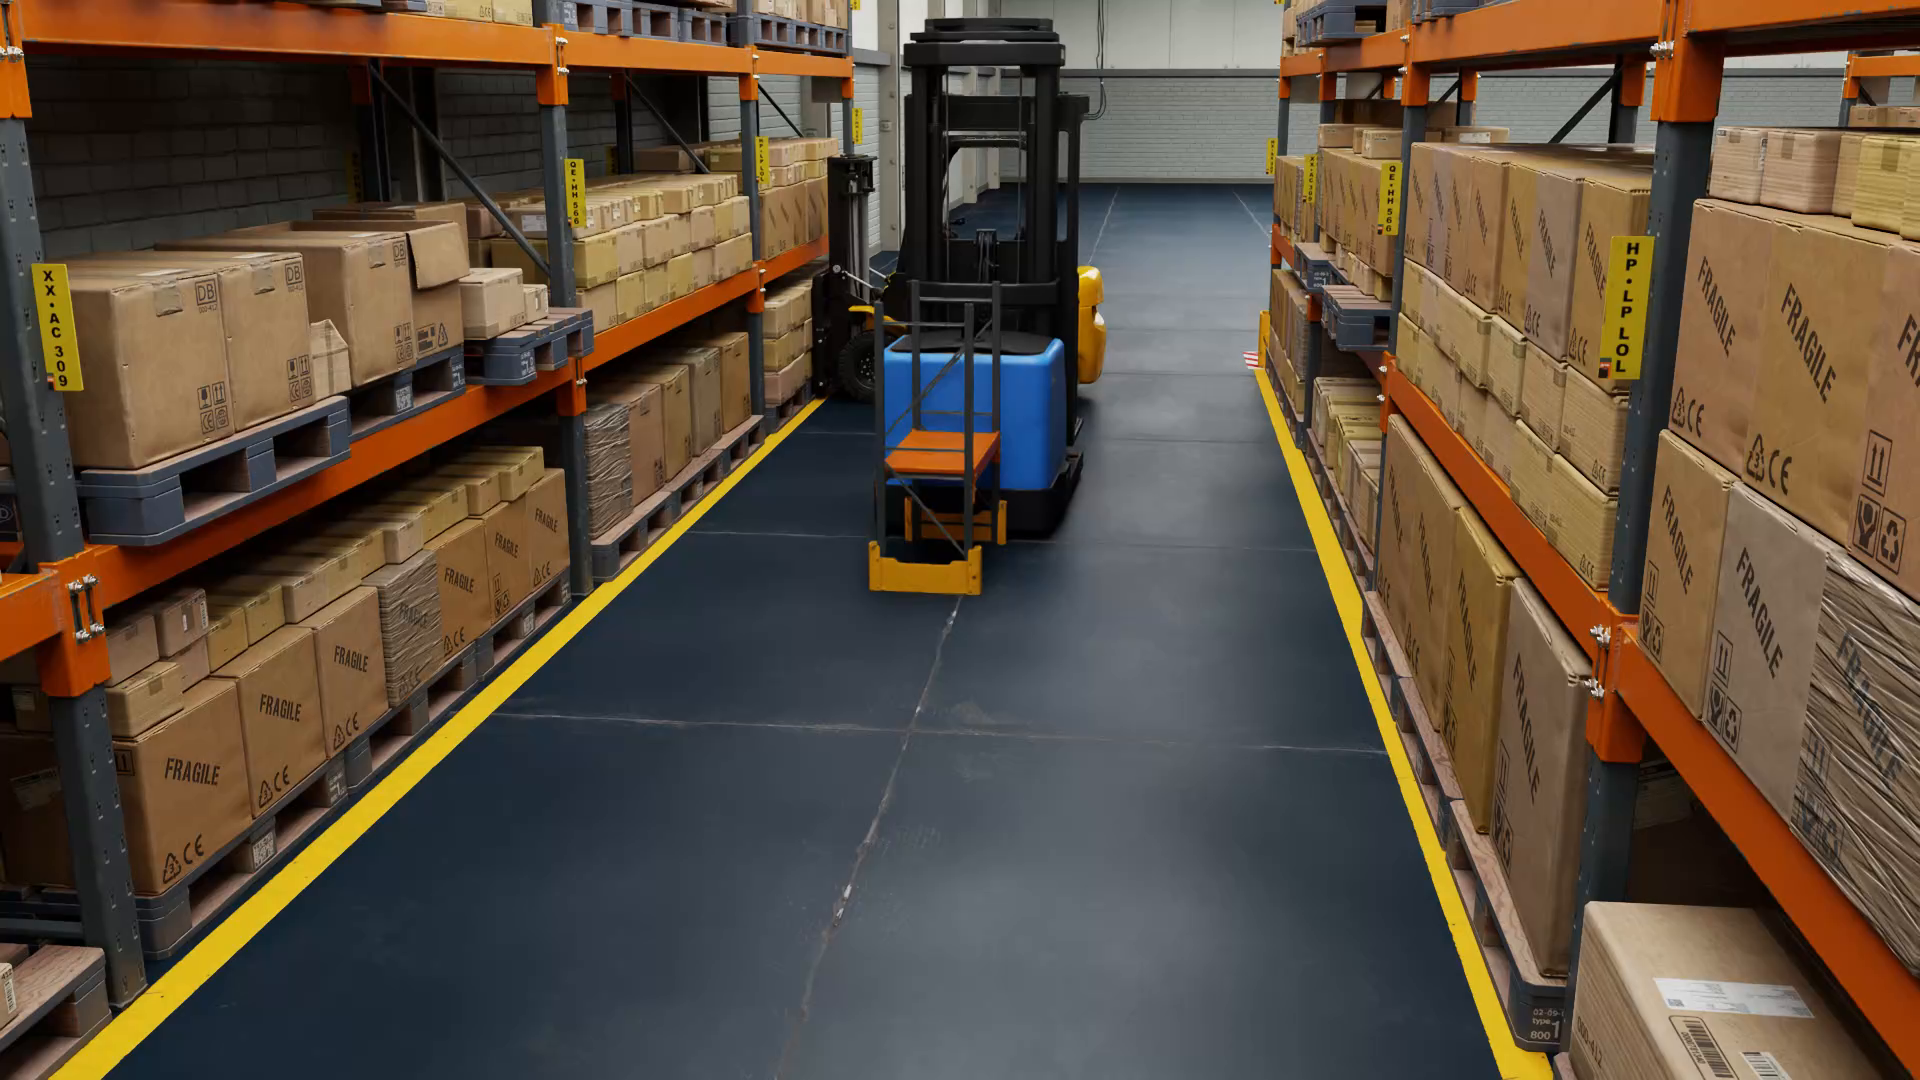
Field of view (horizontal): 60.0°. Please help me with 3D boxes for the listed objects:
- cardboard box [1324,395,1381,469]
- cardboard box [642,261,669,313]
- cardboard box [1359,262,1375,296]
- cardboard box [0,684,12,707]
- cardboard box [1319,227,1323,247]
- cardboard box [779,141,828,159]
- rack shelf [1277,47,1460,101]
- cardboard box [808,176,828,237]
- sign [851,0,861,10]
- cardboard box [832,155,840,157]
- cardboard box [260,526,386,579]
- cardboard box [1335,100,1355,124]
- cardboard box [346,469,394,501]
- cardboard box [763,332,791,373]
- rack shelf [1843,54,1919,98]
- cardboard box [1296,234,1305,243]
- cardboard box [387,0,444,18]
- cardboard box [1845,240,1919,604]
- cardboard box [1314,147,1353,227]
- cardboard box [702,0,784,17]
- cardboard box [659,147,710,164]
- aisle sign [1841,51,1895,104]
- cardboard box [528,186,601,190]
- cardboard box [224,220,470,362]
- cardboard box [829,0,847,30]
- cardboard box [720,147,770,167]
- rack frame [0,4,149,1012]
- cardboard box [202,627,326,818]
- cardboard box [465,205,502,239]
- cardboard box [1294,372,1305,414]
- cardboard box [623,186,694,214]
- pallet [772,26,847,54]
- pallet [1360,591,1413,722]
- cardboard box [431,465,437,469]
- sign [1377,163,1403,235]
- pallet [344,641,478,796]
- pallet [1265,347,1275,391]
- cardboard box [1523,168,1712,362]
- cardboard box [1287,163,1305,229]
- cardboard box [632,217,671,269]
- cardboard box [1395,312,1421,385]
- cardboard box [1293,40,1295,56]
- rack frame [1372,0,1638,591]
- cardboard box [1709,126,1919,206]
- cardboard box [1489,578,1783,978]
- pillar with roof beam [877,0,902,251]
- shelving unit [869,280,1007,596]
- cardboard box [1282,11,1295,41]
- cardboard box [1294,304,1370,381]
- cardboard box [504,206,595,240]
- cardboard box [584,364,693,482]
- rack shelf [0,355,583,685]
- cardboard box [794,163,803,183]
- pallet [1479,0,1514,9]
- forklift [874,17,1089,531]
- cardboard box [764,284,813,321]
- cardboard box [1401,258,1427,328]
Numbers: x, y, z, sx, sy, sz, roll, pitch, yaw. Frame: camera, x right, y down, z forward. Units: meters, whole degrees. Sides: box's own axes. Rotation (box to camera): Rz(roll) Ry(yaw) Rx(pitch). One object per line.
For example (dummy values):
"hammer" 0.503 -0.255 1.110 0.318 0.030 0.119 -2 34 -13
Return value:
"cardboard box" 2.838 -0.683 10.670 0.950 0.372 0.625 3 15 10
"cardboard box" -2.006 -1.478 9.670 0.500 0.250 0.500 1 15 4
"cardboard box" 2.266 -1.345 8.568 0.380 0.149 0.250 2 15 6
"cardboard box" -3.108 0.445 5.010 0.380 0.149 0.250 1 15 4
"cardboard box" 2.596 -2.018 11.057 0.380 0.149 0.250 2 15 7
"cardboard box" -1.361 -3.393 14.459 0.380 0.149 0.250 2 15 8
"rack shelf" 3.198 -3.691 13.195 1.077 0.370 4.000 2 15 6
"cardboard box" -1.429 -2.899 14.447 0.500 0.500 0.500 1 15 5
"sign" -0.971 -5.071 15.379 0.100 0.325 0.005 2 15 6
"cardboard box" -1.269 -3.450 15.239 0.380 0.149 0.250 2 15 7
"cardboard box" -2.472 0.053 6.462 0.380 0.149 0.250 2 15 6
"cardboard box" 3.369 -3.252 13.267 0.700 0.500 0.500 2 15 6
"cardboard box" -2.785 -0.227 7.497 0.380 0.149 0.250 2 15 7
"cardboard box" -1.599 -1.449 12.781 0.500 0.250 0.500 2 15 6
"rack shelf" 8.127 -3.571 12.753 1.077 0.370 4.000 2 15 6
"cardboard box" 2.817 -2.306 12.924 0.380 0.149 0.250 1 15 5
"cardboard box" -2.341 -2.154 6.422 0.500 0.250 0.500 2 15 6
"cardboard box" 1.643 -0.147 2.354 0.500 0.500 0.500 2 15 7
"cardboard box" 2.634 -2.353 11.050 0.500 0.500 0.500 2 15 8
"cardboard box" -1.624 -4.081 12.435 0.500 0.311 0.500 2 15 7
"cardboard box" -2.139 -2.946 12.806 0.380 0.149 0.250 2 15 6
"aisle sign" 8.063 -4.271 14.731 0.394 0.787 0.004 2 15 6
"cardboard box" -2.432 -2.099 10.243 0.380 0.149 0.250 2 15 7
"cardboard box" -2.412 -1.003 6.621 0.797 0.503 0.637 1 15 5
"cardboard box" -1.317 -4.879 15.025 0.500 0.500 0.500 2 15 8
"cardboard box" -1.670 -2.932 12.755 0.380 0.149 0.250 1 15 5
"rack frame" -2.863 -0.141 4.439 1.000 3.000 0.127 2 15 6
"cardboard box" -2.535 0.605 5.661 0.500 0.500 0.500 1 15 6
"cardboard box" -2.576 -1.631 8.512 0.380 0.149 0.250 2 15 8
"cardboard box" 2.772 -1.108 12.475 0.500 0.250 0.500 2 15 9
"cardboard box" -1.846 -2.079 10.171 0.380 0.149 0.250 1 15 5
"pallet" -1.615 -4.476 14.893 1.003 0.211 1.213 2 15 6
"pallet" 2.357 0.515 7.354 1.003 0.211 1.213 2 15 6
"cardboard box" -2.738 -0.074 8.173 0.500 0.500 0.500 2 15 8
"sign" 1.980 -1.568 7.647 0.100 0.325 0.005 2 15 6
"pallet" -2.674 0.675 6.760 1.003 0.211 1.213 2 15 6
"pallet" 3.288 -1.533 14.927 1.003 0.211 1.213 2 15 6
"cardboard box" 1.921 -0.785 4.711 0.500 0.500 0.500 2 15 7
"cardboard box" 2.933 -2.787 13.461 0.500 0.500 0.500 1 15 5
"cardboard box" -1.984 -1.721 9.609 0.500 0.250 0.500 1 15 5
"cardboard box" 2.215 -0.842 7.316 0.500 0.250 0.500 1 15 5
"cardboard box" 3.059 -4.220 14.258 0.380 0.149 0.250 2 15 8
"rack frame" 2.521 -1.034 7.738 1.000 3.000 0.127 2 15 6
"cardboard box" 1.776 -0.766 3.399 0.380 0.149 0.250 1 15 5
"cardboard box" 2.060 0.664 4.727 0.875 0.875 0.875 2 15 8
"pillar with roof beam" 3.148 -8.981 25.637 9.100 9.000 0.400 2 15 6
"shelving unit" -0.103 -0.584 8.949 0.587 1.500 1.083 2 15 9
"cardboard box" 3.102 -4.505 14.547 0.500 0.250 0.500 1 15 5
"cardboard box" 2.772 -1.470 12.378 0.500 0.500 0.500 1 15 5
"cardboard box" -2.083 -1.614 8.451 0.380 0.149 0.250 2 15 8
"cardboard box" -2.186 -0.741 10.401 0.875 0.625 0.625 1 15 4
"rack shelf" -2.637 -0.313 6.451 1.077 0.370 4.000 2 15 6
"cardboard box" -1.490 -2.984 13.516 0.380 0.149 0.250 1 15 4
"pallet" 2.377 -1.932 5.675 1.003 0.211 1.213 2 15 9
"forklift" 0.236 -1.806 10.726 1.130 2.935 3.031 2 15 9
"cardboard box" -1.482 -1.952 13.683 0.500 0.250 0.500 2 15 8
"cardboard box" 2.218 -1.078 7.233 0.500 0.250 0.500 2 15 6
